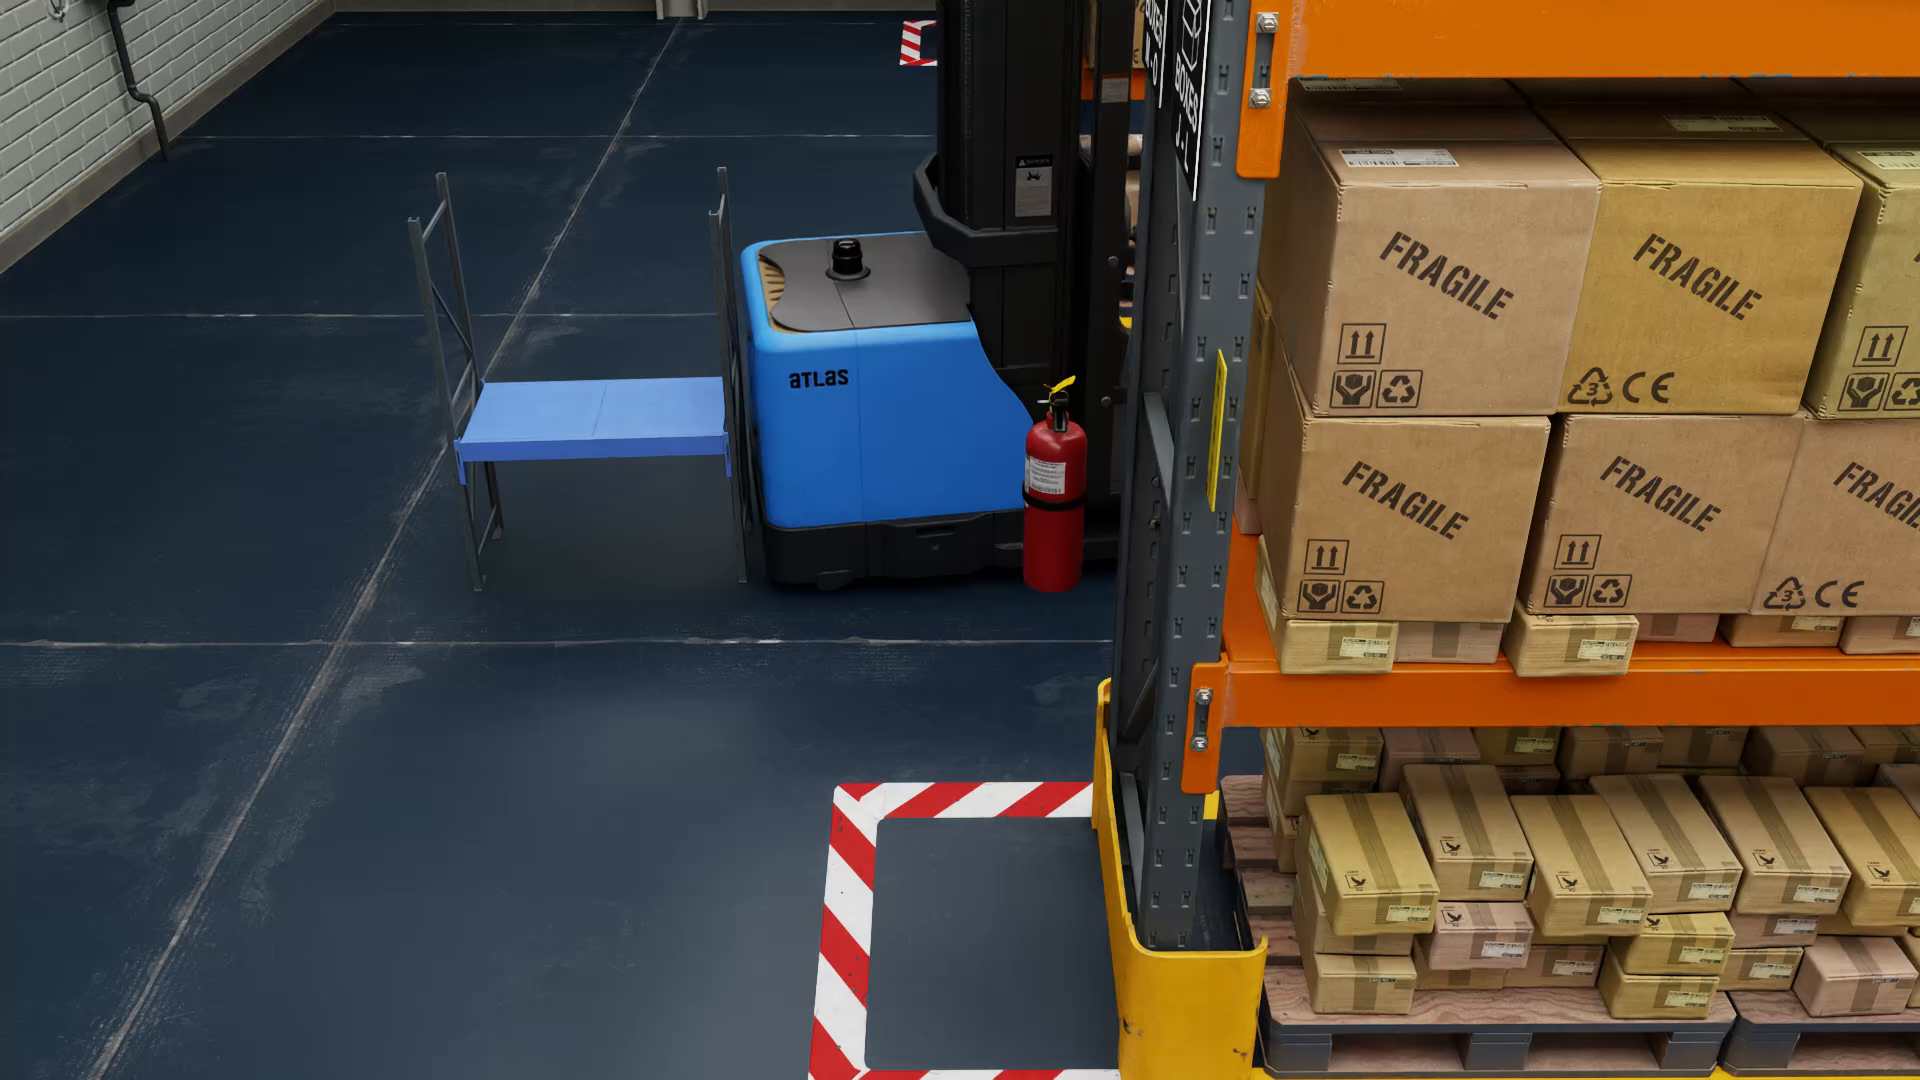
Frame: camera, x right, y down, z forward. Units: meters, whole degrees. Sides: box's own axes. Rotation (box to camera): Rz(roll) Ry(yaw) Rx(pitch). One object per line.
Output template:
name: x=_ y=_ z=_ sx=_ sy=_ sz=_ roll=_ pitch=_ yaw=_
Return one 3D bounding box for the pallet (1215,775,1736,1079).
pallet: x=1.407 y=1.075 z=4.774 sx=1.213 sy=0.211 sz=1.003 roll=0 pitch=31 yaw=0

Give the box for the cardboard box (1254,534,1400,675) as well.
cardboard box: x=0.844 y=0.144 z=3.863 sx=0.250 sy=0.149 sz=0.380 roll=0 pitch=31 yaw=-1

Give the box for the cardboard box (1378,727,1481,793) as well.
cardboard box: x=1.298 y=0.548 z=4.725 sx=0.250 sy=0.149 sz=0.380 roll=0 pitch=31 yaw=1

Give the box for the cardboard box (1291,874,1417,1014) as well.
cardboard box: x=1.044 y=1.071 z=4.436 sx=0.250 sy=0.149 sz=0.380 roll=0 pitch=31 yaw=1

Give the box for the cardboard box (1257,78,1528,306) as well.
cardboard box: x=0.974 y=-0.860 z=3.929 sx=0.500 sy=0.500 sz=0.500 roll=-1 pitch=31 yaw=-1

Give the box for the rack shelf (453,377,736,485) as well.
rack shelf: x=-1.368 y=-0.432 z=6.363 sx=1.000 sy=0.185 sz=0.538 roll=-2 pitch=31 yaw=-3

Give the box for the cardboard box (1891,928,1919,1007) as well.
cardboard box: x=2.591 y=1.059 z=4.456 sx=0.250 sy=0.149 sz=0.380 roll=0 pitch=31 yaw=0

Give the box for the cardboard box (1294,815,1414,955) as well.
cardboard box: x=1.044 y=0.911 z=4.413 sx=0.250 sy=0.149 sz=0.380 roll=1 pitch=31 yaw=2

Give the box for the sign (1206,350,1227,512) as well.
sign: x=0.521 y=-0.221 z=3.388 sx=0.005 sy=0.325 sz=0.100 roll=0 pitch=31 yaw=0

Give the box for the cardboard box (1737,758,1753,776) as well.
cardboard box: x=2.338 y=0.628 z=4.880 sx=0.250 sy=0.149 sz=0.380 roll=1 pitch=31 yaw=2

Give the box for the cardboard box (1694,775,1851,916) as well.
cardboard box: x=2.097 y=0.790 z=4.327 sx=0.250 sy=0.149 sz=0.380 roll=1 pitch=31 yaw=2

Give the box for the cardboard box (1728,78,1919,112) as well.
cardboard box: x=2.001 y=-0.868 z=3.942 sx=0.500 sy=0.500 sz=0.500 roll=1 pitch=31 yaw=2

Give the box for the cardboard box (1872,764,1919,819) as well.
cardboard box: x=2.611 y=0.762 z=4.372 sx=0.250 sy=0.149 sz=0.380 roll=0 pitch=31 yaw=0

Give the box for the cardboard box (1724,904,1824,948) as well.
cardboard box: x=2.084 y=0.898 z=4.435 sx=0.250 sy=0.149 sz=0.380 roll=-2 pitch=31 yaw=-3

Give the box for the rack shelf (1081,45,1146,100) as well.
rack shelf: x=2.387 y=-2.399 z=8.505 sx=4.000 sy=0.370 sz=1.077 roll=0 pitch=31 yaw=0

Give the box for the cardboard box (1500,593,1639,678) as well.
cardboard box: x=1.368 y=0.149 z=3.856 sx=0.250 sy=0.149 sz=0.380 roll=-1 pitch=31 yaw=-2

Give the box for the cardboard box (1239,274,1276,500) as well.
cardboard box: x=0.966 y=-0.437 z=4.196 sx=0.500 sy=0.500 sz=0.500 roll=0 pitch=31 yaw=1

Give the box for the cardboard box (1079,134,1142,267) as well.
cardboard box: x=1.047 y=-1.838 z=8.953 sx=0.875 sy=0.438 sz=0.875 roll=-1 pitch=31 yaw=-2

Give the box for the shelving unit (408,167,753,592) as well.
shelving unit: x=-1.368 y=-0.586 z=6.270 sx=1.048 sy=1.500 sz=0.538 roll=-2 pitch=31 yaw=-3

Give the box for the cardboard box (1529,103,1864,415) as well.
cardboard box: x=1.473 y=-0.599 z=3.498 sx=0.500 sy=0.500 sz=0.500 roll=1 pitch=31 yaw=1

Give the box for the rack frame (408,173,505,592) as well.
rack frame: x=-1.875 y=-0.570 z=6.243 sx=0.032 sy=1.500 sz=0.500 roll=-2 pitch=31 yaw=-3

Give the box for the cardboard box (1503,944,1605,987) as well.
cardboard box: x=1.553 y=1.024 z=4.515 sx=0.250 sy=0.149 sz=0.380 roll=0 pitch=31 yaw=0

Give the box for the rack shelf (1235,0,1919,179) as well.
rack shelf: x=2.518 y=-1.114 z=3.496 sx=4.000 sy=0.370 sz=1.077 roll=0 pitch=31 yaw=0

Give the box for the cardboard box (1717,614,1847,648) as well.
cardboard box: x=1.897 y=0.089 z=3.955 sx=0.250 sy=0.149 sz=0.380 roll=0 pitch=31 yaw=-1

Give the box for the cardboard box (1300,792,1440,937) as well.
cardboard box: x=1.044 y=0.827 z=4.265 sx=0.250 sy=0.149 sz=0.380 roll=-2 pitch=31 yaw=-3

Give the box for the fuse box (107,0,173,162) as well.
fuse box: x=-5.118 y=-3.209 z=10.390 sx=0.414 sy=1.711 sz=0.539 roll=0 pitch=31 yaw=0

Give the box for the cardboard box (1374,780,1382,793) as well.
cardboard box: x=1.306 y=0.657 z=4.832 sx=0.250 sy=0.149 sz=0.380 roll=-1 pitch=31 yaw=-1

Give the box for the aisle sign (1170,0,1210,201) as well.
aisle sign: x=0.447 y=-1.088 z=3.146 sx=0.004 sy=0.787 sz=0.394 roll=0 pitch=31 yaw=0

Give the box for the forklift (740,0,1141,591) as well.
forklift: x=0.675 y=-1.418 z=6.261 sx=3.031 sy=2.935 sz=1.130 roll=-5 pitch=32 yaw=-9

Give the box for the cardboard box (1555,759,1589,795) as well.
cardboard box: x=1.833 y=0.680 z=4.794 sx=0.250 sy=0.149 sz=0.380 roll=-1 pitch=31 yaw=-1

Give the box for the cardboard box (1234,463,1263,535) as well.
cardboard box: x=0.842 y=-0.173 z=4.385 sx=0.250 sy=0.149 sz=0.380 roll=0 pitch=31 yaw=0

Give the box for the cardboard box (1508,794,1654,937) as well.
cardboard box: x=1.572 y=0.829 z=4.261 sx=0.250 sy=0.149 sz=0.380 roll=0 pitch=31 yaw=0

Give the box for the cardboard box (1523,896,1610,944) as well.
cardboard box: x=1.562 y=0.893 z=4.443 sx=0.250 sy=0.149 sz=0.380 roll=0 pitch=31 yaw=0

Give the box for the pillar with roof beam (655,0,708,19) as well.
pillar with roof beam: x=-2.322 y=-6.065 z=8.072 sx=0.400 sy=9.000 sz=9.100 roll=0 pitch=31 yaw=0

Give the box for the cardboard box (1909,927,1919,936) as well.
cardboard box: x=2.625 y=0.880 z=4.464 sx=0.250 sy=0.149 sz=0.380 roll=1 pitch=31 yaw=2

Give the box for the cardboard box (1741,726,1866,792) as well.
cardboard box: x=2.348 y=0.541 z=4.737 sx=0.250 sy=0.149 sz=0.380 roll=-1 pitch=31 yaw=-2

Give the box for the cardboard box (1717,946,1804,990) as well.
cardboard box: x=2.064 y=1.029 z=4.505 sx=0.250 sy=0.149 sz=0.380 roll=0 pitch=31 yaw=0

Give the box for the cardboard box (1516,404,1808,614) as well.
cardboard box: x=1.504 y=-0.175 z=3.764 sx=0.500 sy=0.500 sz=0.500 roll=0 pitch=31 yaw=0

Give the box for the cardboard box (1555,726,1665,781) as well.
cardboard box: x=1.815 y=0.514 z=4.782 sx=0.250 sy=0.149 sz=0.380 roll=-1 pitch=31 yaw=-2
